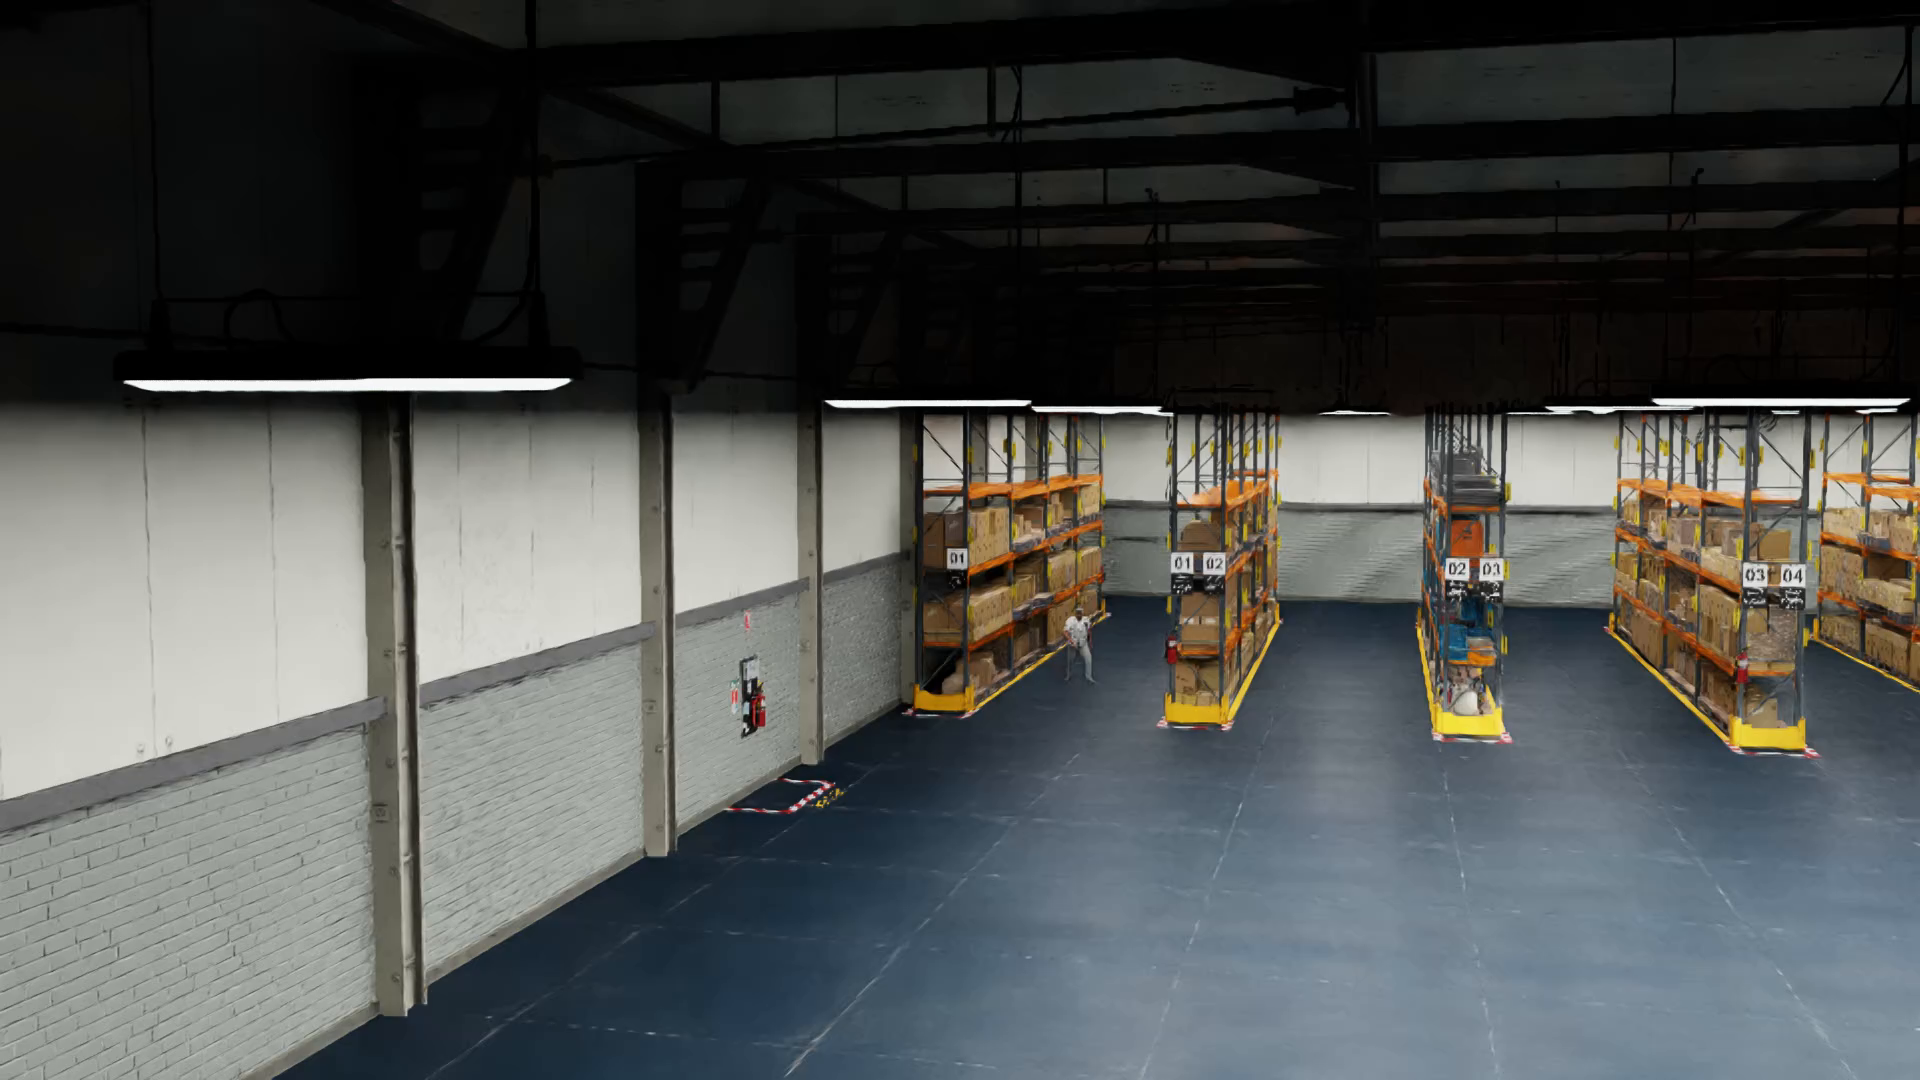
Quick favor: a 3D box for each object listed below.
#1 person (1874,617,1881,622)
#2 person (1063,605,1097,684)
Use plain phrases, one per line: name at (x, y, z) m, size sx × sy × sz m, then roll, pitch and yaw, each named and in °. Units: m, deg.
person at (25.676, 1.450, 46.595) m, size 0.490 × 1.673 × 0.566 m, roll -2°, pitch 5°, yaw -22°
person at (2.554, 2.225, 35.807) m, size 0.682 × 1.693 × 0.850 m, roll 0°, pitch 4°, yaw -2°
